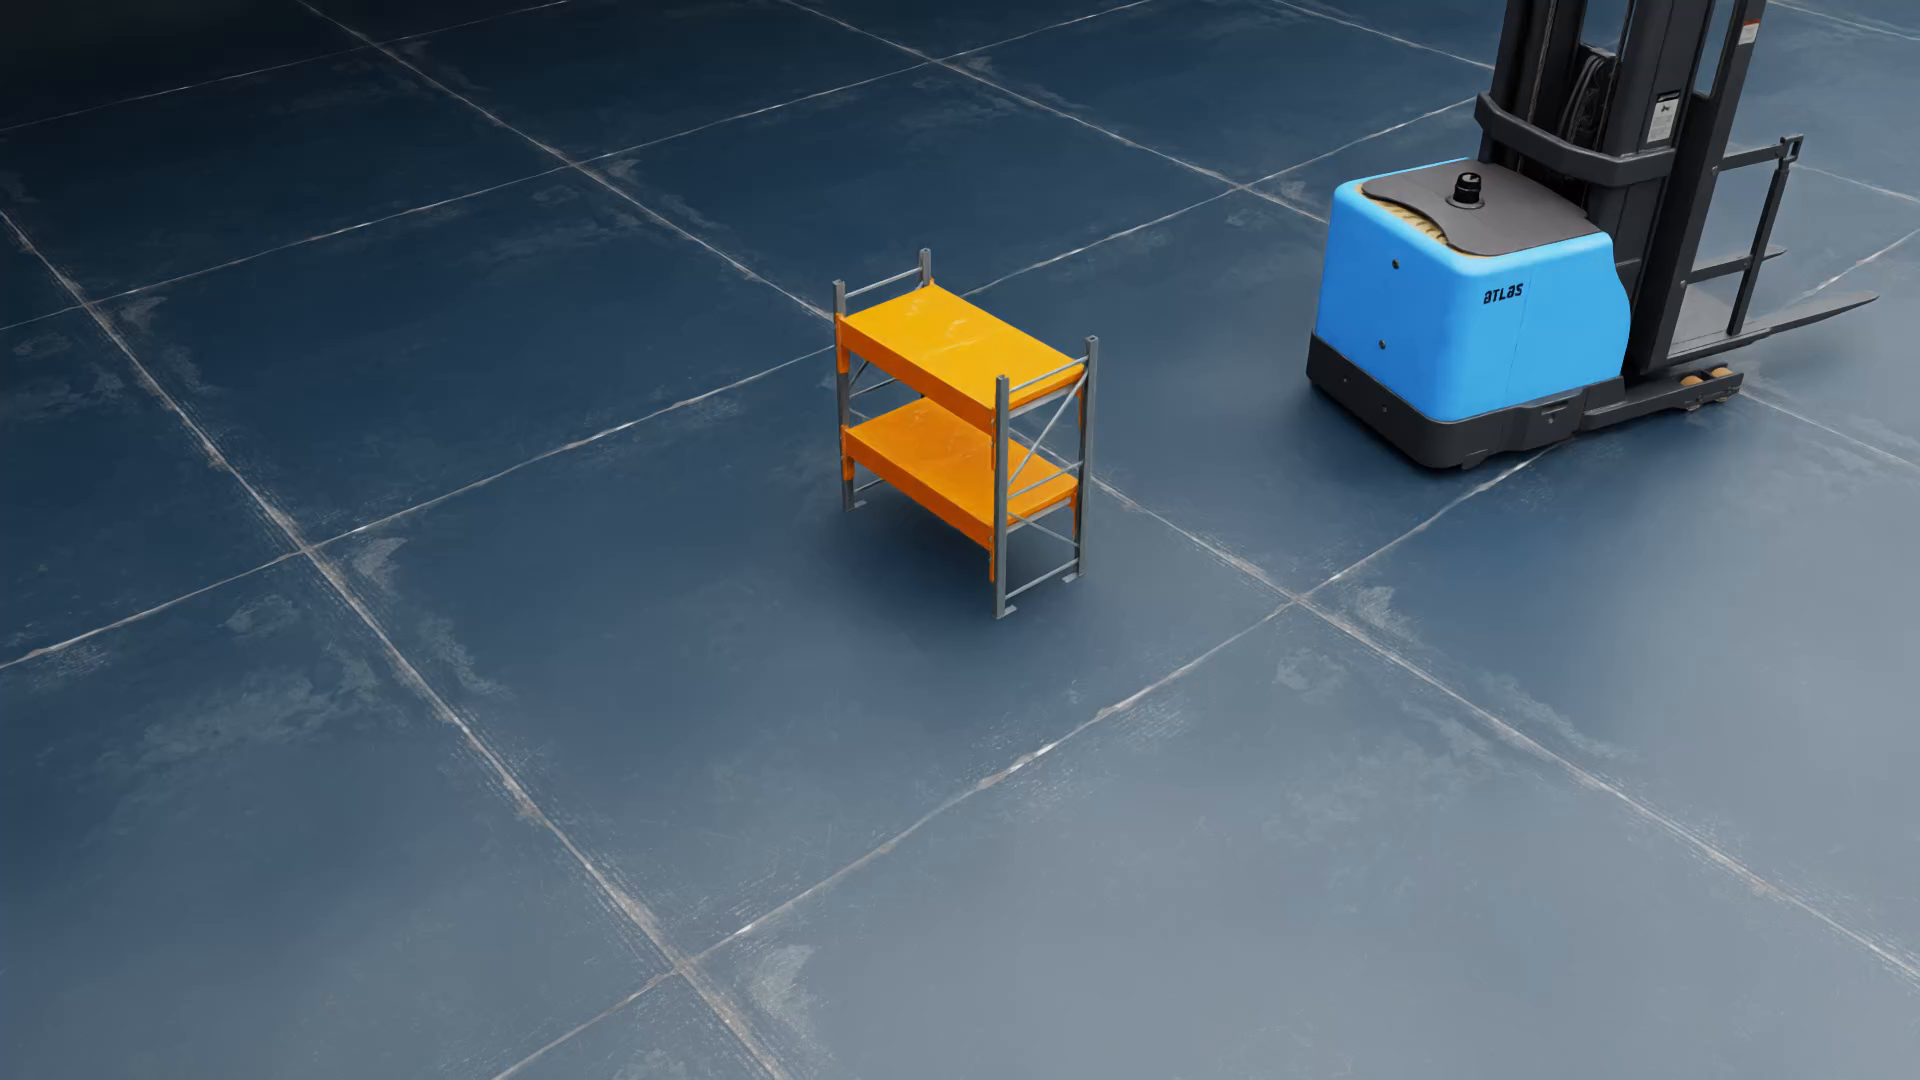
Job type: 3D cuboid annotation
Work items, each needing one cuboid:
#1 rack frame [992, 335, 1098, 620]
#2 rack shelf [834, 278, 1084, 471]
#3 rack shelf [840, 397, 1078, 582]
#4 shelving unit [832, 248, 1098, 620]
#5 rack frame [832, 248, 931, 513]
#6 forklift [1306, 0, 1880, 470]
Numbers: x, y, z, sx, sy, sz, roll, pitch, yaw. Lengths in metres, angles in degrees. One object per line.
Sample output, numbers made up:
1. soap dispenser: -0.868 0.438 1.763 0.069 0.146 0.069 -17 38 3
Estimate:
1. rack frame: 0.332 -0.232 6.604 0.500 1.125 0.032 -26 43 -32
2. rack shelf: 0.004 -0.695 6.752 0.538 0.278 1.000 -26 43 -32
3. rack shelf: 0.004 -0.257 7.062 0.538 0.278 1.000 -26 43 -32
4. shelving unit: 0.004 -0.456 6.921 0.538 1.125 1.048 -26 43 -32
5. rack frame: -0.324 -0.680 7.238 0.500 1.125 0.032 -26 43 -32
6. forklift: 3.284 -2.091 7.666 3.031 2.935 1.130 -15 38 -20
